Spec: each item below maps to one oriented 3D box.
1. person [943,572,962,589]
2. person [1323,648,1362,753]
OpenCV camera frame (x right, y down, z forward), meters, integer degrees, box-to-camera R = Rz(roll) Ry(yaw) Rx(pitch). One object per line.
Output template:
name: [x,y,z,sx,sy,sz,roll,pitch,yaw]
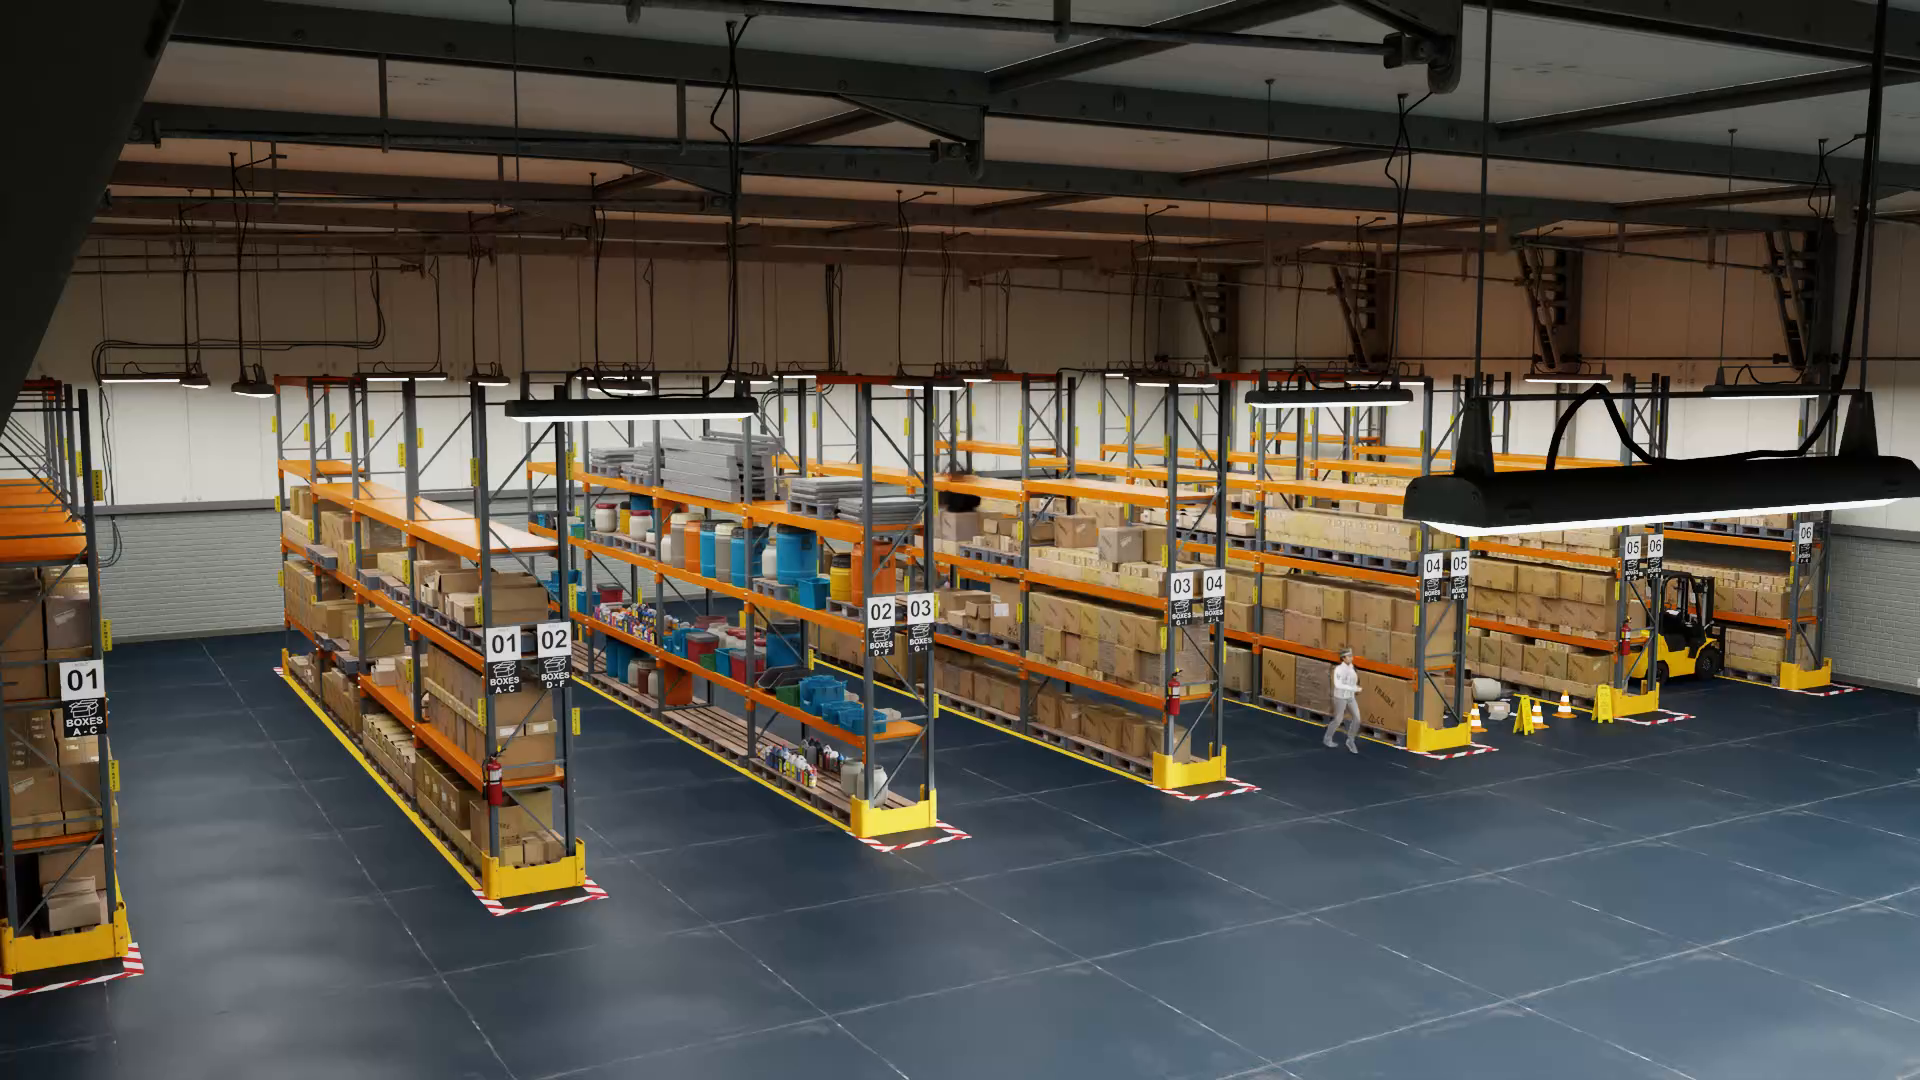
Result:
person: [-0.160,1.486,37.331,0.568,1.560,0.602,-2,7,-22]
person: [6.165,2.582,26.795,0.632,1.764,0.615,-5,8,-39]
